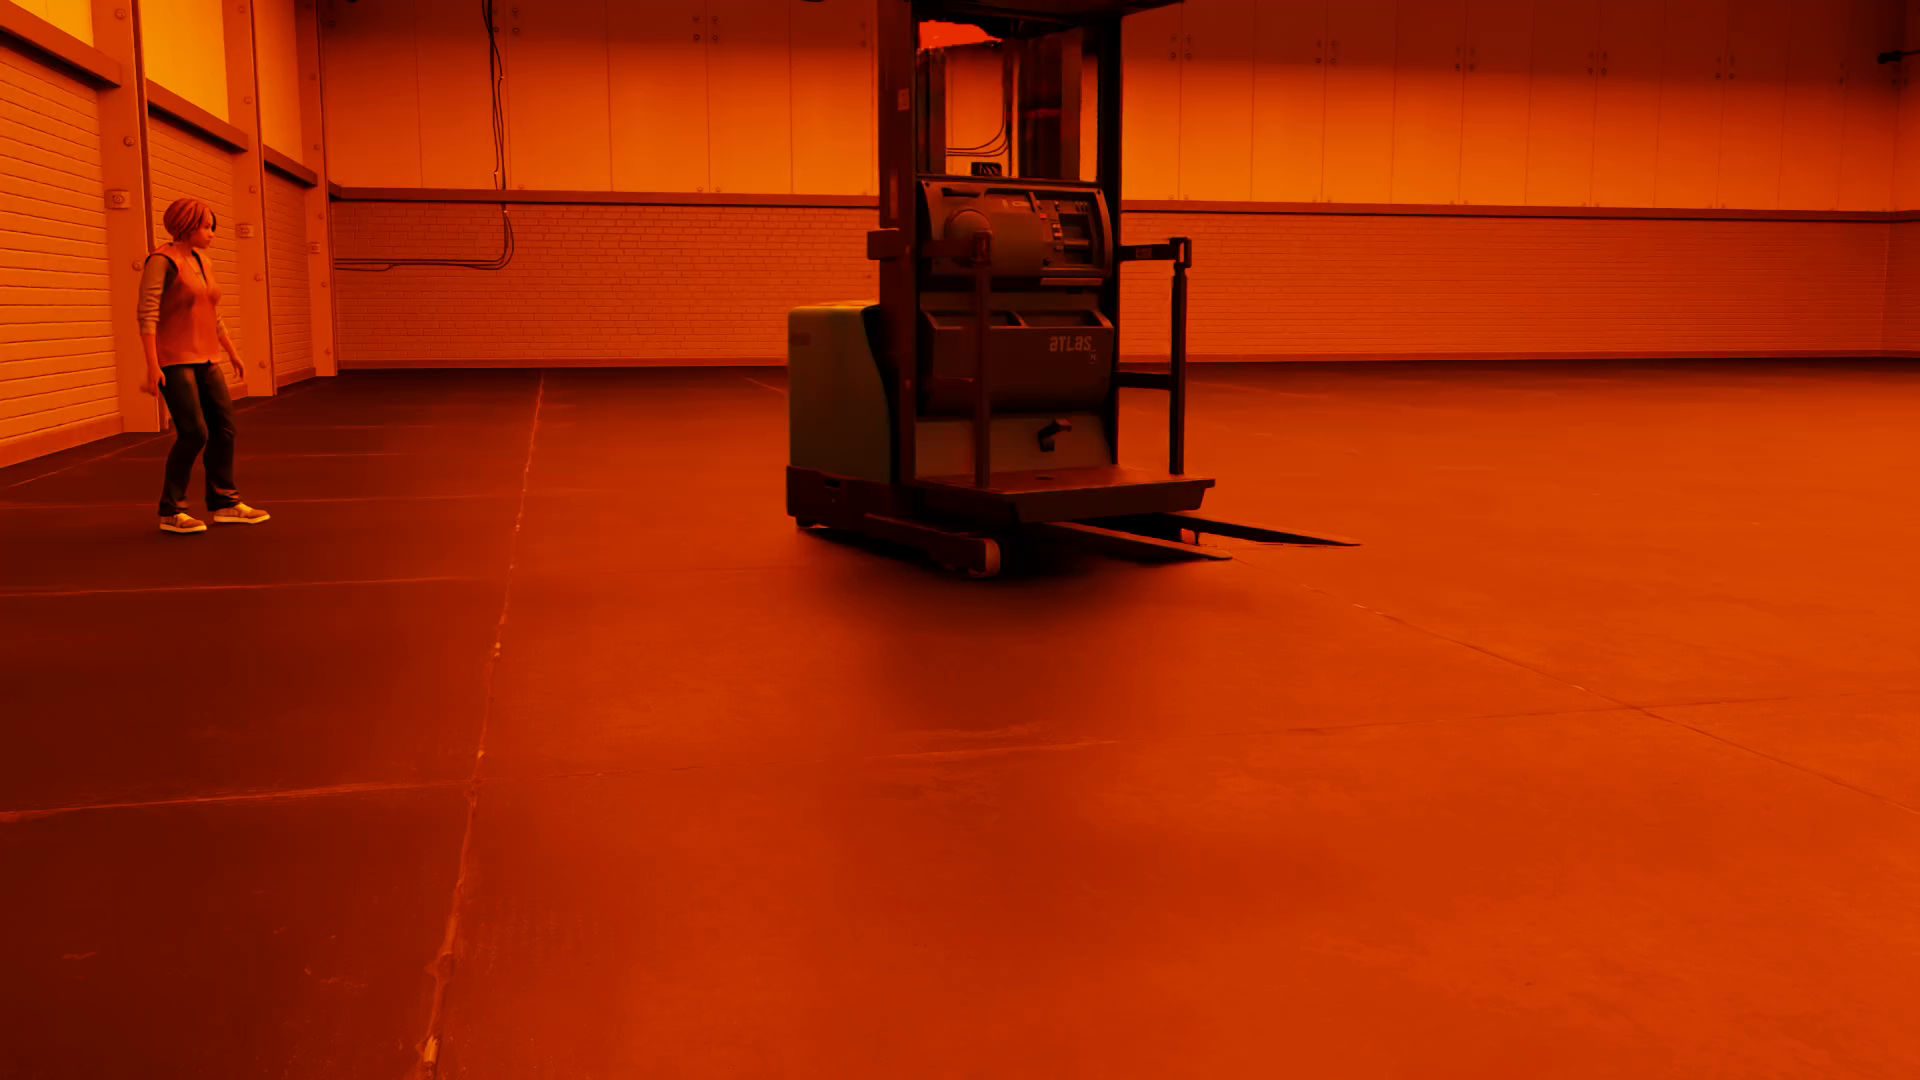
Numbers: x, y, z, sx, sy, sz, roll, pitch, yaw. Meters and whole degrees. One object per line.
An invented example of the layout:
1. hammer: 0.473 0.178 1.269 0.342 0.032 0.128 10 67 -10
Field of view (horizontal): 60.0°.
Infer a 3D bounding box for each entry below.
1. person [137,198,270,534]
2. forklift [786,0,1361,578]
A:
1. person: -3.668 -0.829 7.962 0.367 1.574 0.621 1 8 8
2. forklift: 0.366 -1.371 6.932 1.130 2.935 3.031 -5 9 -32
